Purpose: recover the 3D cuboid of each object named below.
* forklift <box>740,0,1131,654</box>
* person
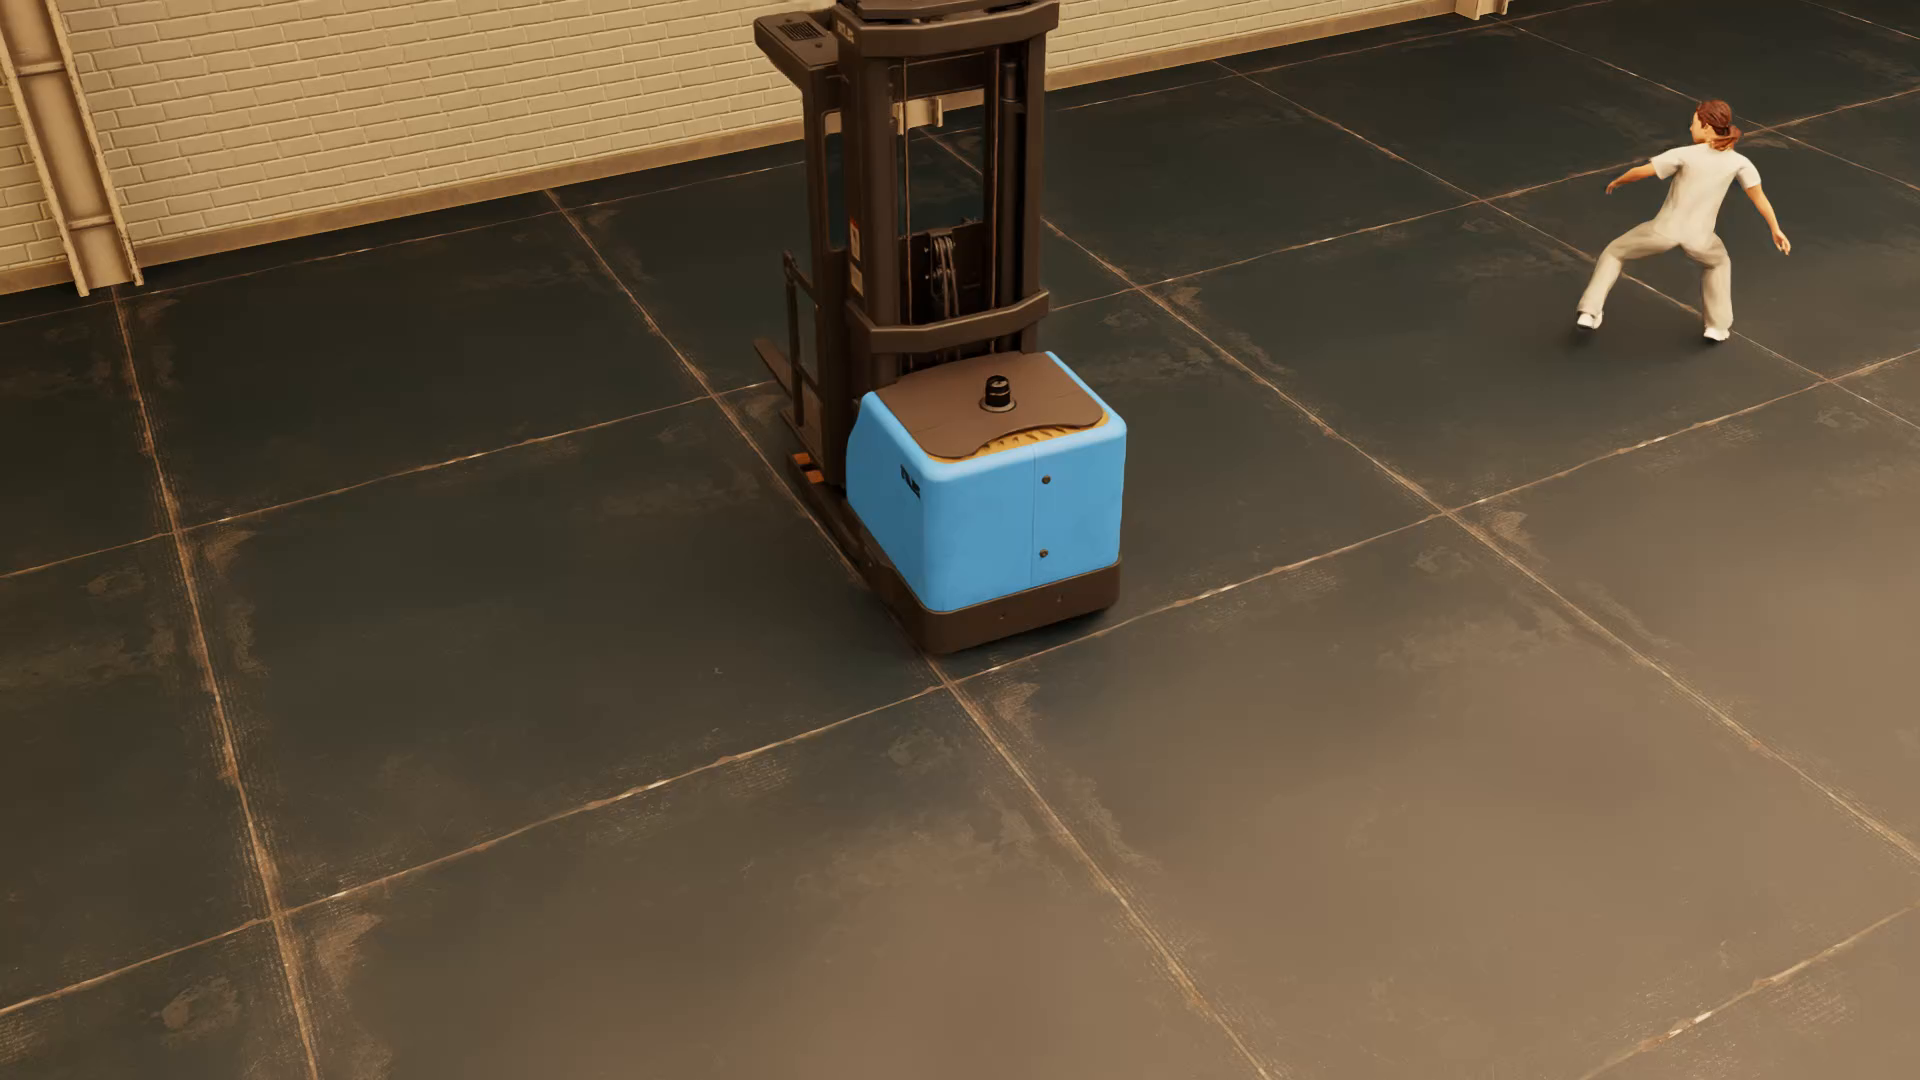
[{"bbox_3d":[-0.324,-1.497,8.240,1.130,2.935,3.031,-17,39,-22],"label":"forklift"},{"bbox_3d":[4.440,-1.866,10.041,1.089,1.567,0.526,9,36,13],"label":"person"}]
